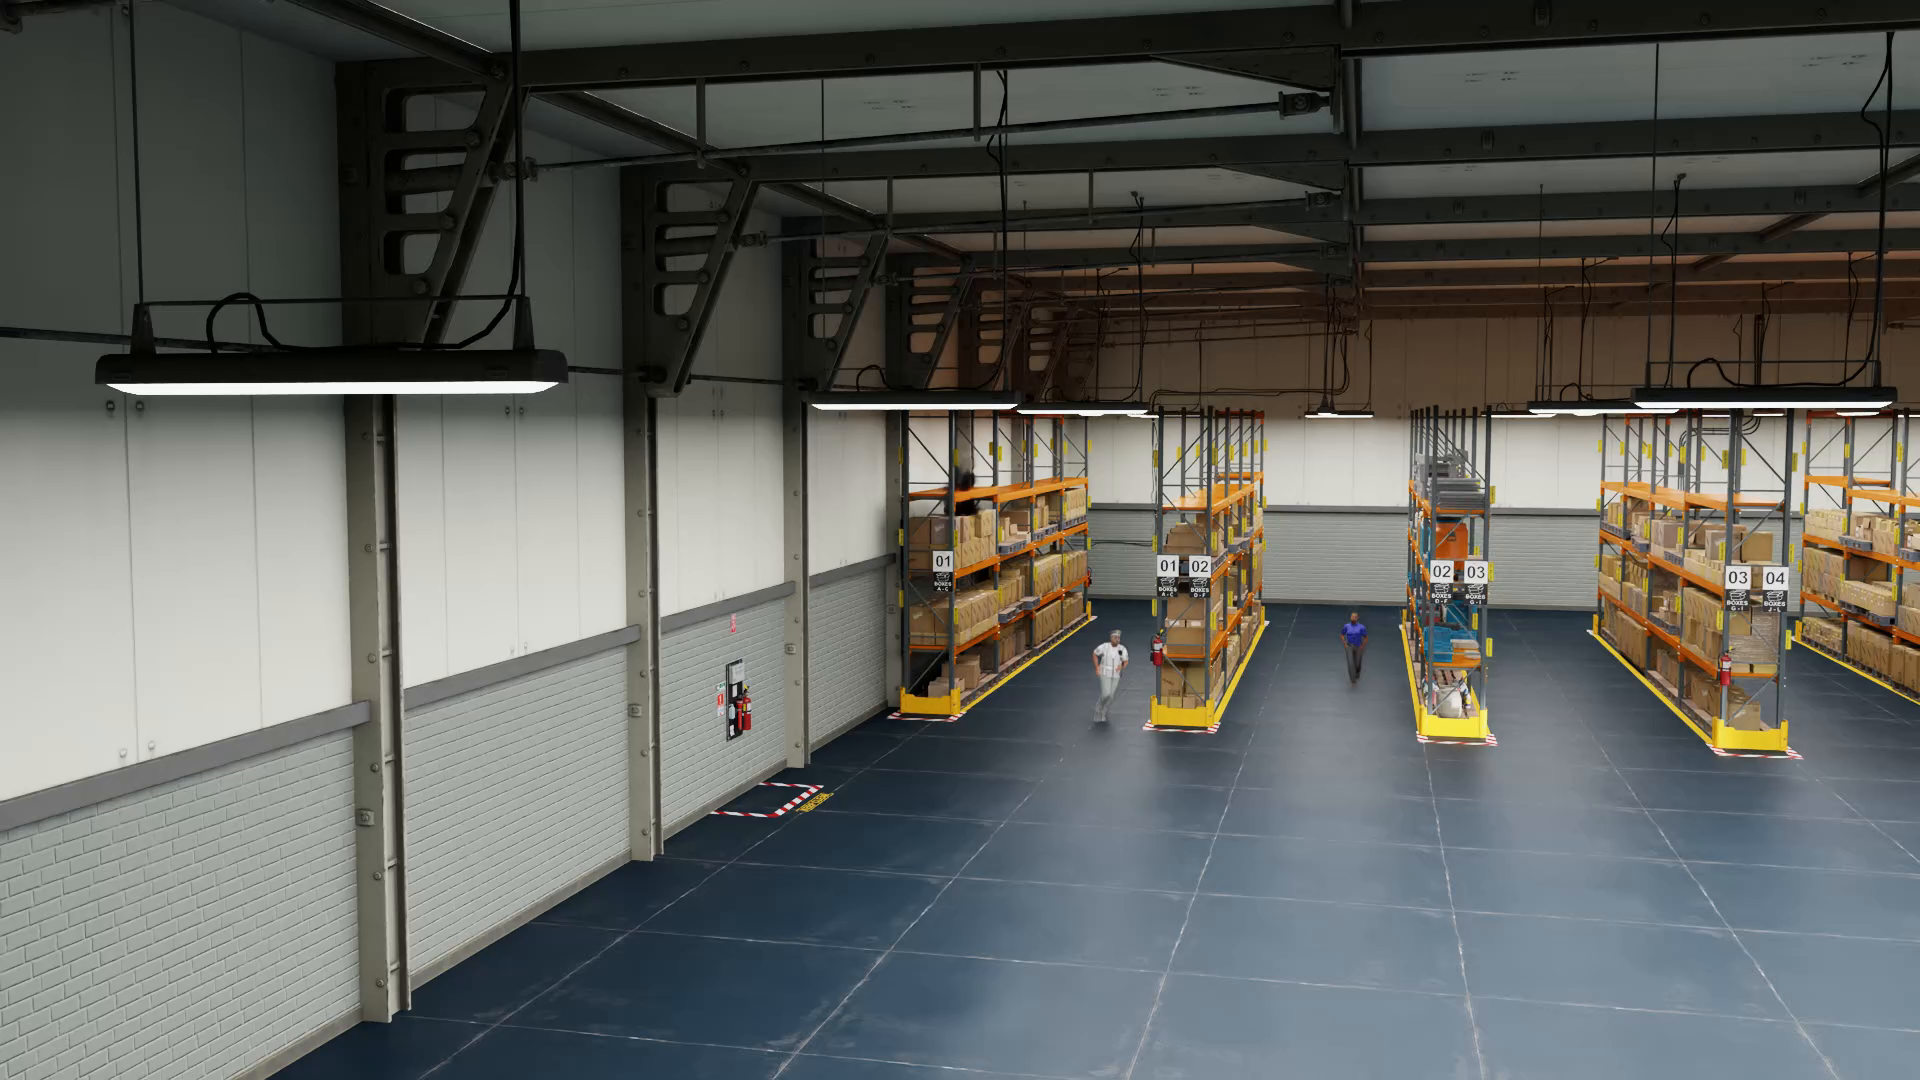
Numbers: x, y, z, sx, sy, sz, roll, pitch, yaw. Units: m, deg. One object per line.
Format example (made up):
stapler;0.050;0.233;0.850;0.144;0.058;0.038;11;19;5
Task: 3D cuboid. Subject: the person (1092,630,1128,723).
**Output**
person;2.869;2.596;31.635;0.682;1.784;0.642;-1;4;-13

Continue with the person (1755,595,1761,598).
person;20.969;1.781;44.206;0.683;1.557;0.675;-3;5;-39

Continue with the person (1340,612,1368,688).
person;8.470;2.346;35.760;0.598;1.608;0.719;1;4;15
